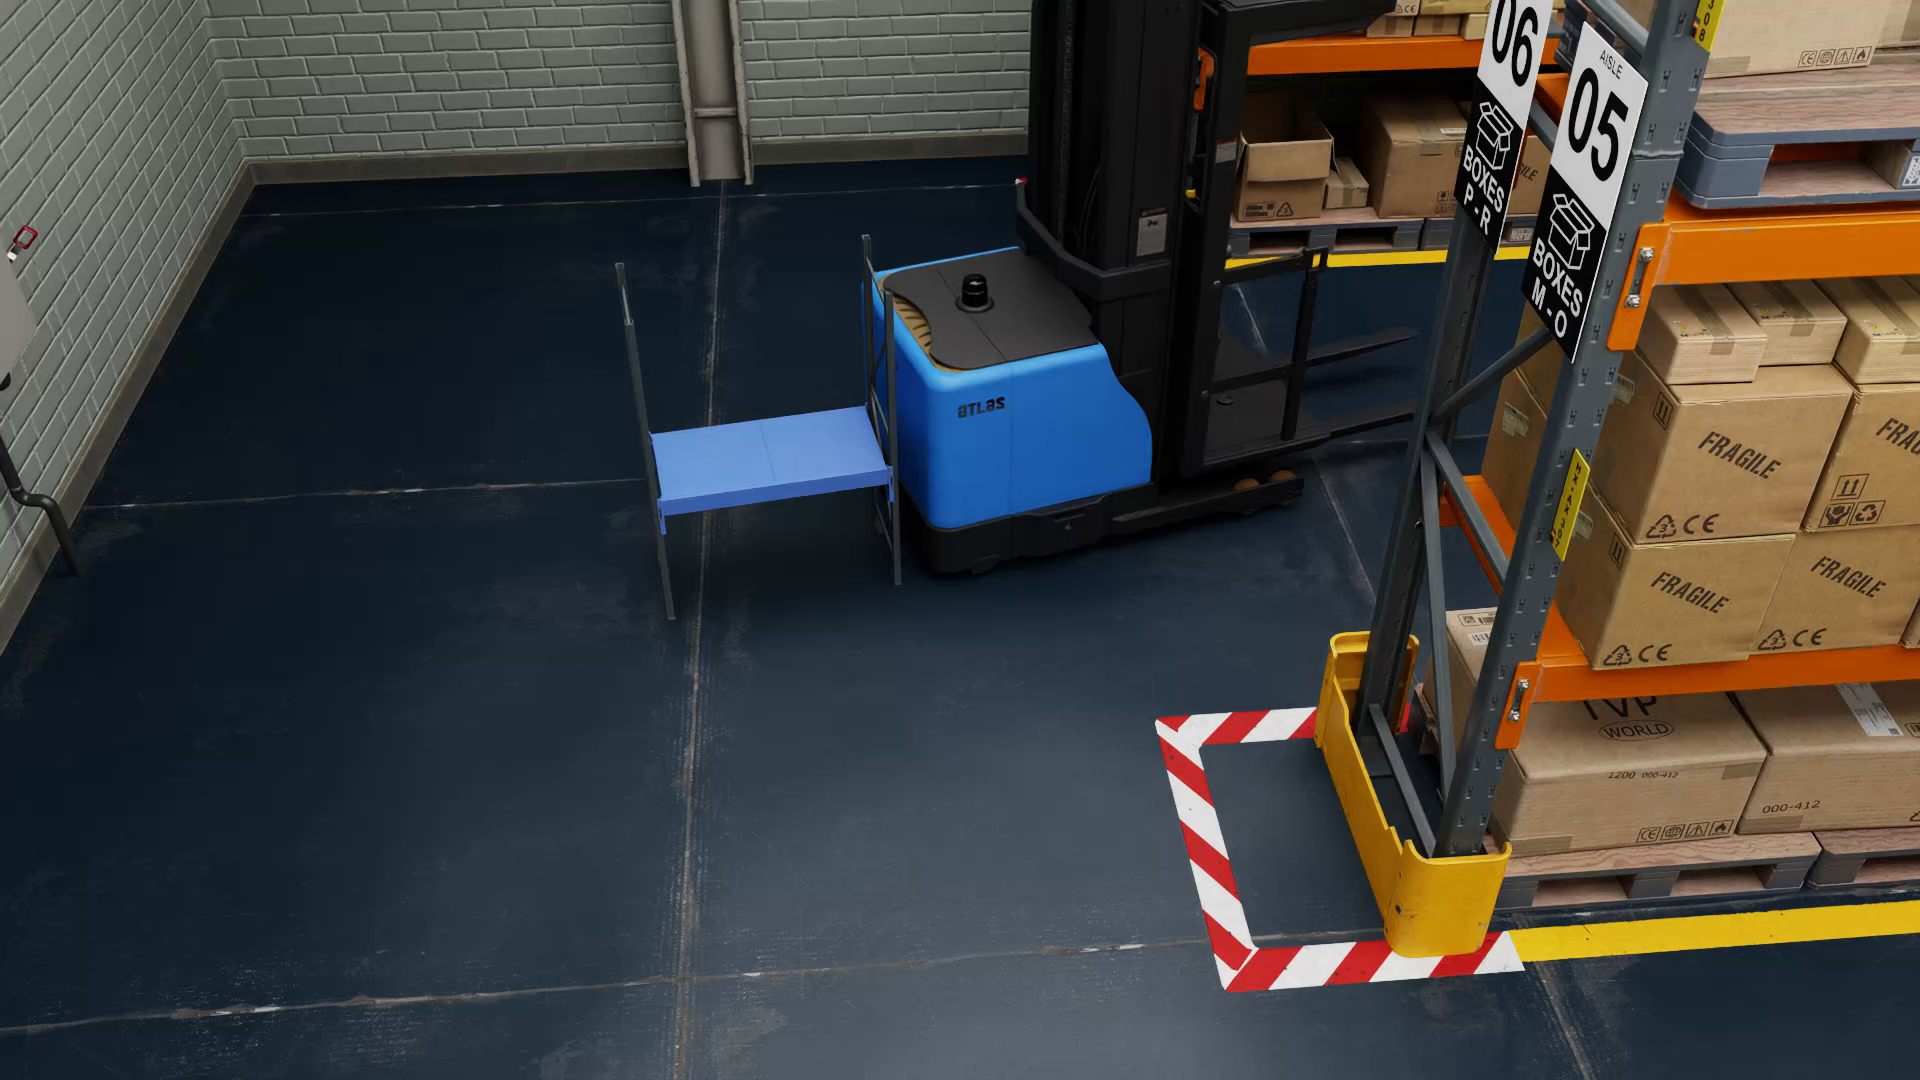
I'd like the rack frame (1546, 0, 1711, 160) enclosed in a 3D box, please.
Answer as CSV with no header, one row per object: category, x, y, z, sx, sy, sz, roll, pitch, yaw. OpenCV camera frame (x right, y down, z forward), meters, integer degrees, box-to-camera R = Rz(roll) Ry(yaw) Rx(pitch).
rack frame,1.674,-2.423,3.557,0.127,3.000,1.000,-3,38,-4

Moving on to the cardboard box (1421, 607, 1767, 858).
cardboard box,2.323,0.675,6.203,0.875,0.438,0.875,-4,38,-6

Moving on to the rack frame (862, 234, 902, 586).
rack frame,-0.338,-0.536,7.218,0.032,1.500,0.500,-9,39,-11

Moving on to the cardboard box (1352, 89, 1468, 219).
cardboard box,2.703,-2.312,9.938,0.500,0.500,0.700,-2,38,-2

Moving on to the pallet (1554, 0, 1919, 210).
pallet,2.412,-1.258,4.573,1.213,0.211,1.003,-3,38,-4

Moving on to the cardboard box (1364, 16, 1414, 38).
cardboard box,2.348,-2.935,9.251,0.250,0.149,0.380,-2,38,-3

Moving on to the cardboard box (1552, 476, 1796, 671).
cardboard box,2.178,0.043,5.193,0.500,0.500,0.500,-3,38,-4

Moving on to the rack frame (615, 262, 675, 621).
rack frame,-1.326,-0.387,7.029,0.032,1.500,0.500,-9,39,-11

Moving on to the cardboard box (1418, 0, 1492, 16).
cardboard box,2.713,-3.105,9.144,0.500,0.250,0.500,-4,38,-5

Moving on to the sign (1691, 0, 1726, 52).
sign,1.717,-1.277,3.756,0.005,0.325,0.100,-3,38,-4

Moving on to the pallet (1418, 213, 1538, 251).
pallet,3.313,-2.149,10.304,1.213,0.211,1.003,-3,38,-4

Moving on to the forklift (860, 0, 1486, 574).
forklift,1.105,-1.567,7.370,3.031,2.935,1.130,-13,40,-16

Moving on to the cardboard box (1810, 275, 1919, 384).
cardboard box,2.576,-0.605,4.684,0.250,0.149,0.380,-2,38,-3

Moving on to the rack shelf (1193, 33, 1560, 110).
rack shelf,3.223,-2.958,9.658,4.000,0.370,1.077,-3,38,-4

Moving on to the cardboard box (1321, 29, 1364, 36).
cardboard box,2.090,-2.959,9.282,0.250,0.149,0.380,-4,38,-5

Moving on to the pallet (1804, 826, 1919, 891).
pallet,3.676,0.869,6.478,1.213,0.211,1.003,-3,38,-4

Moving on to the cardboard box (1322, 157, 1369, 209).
cardboard box,2.275,-2.151,10.017,0.250,0.149,0.380,-5,39,-6

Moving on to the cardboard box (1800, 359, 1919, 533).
cardboard box,2.692,-0.383,4.926,0.500,0.500,0.500,-4,38,-5

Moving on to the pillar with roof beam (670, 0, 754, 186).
pillar with roof beam,-1.153,-3.238,4.589,0.400,9.000,9.100,-3,38,-4

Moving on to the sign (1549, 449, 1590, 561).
sign,1.717,-0.096,4.688,0.005,0.325,0.100,-3,38,-4

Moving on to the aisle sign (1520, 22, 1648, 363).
aisle sign,1.628,-0.906,4.378,0.004,0.787,0.394,-3,38,-4

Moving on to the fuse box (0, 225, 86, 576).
fuse box,-3.981,-0.543,7.056,0.414,1.711,0.539,-3,38,-4

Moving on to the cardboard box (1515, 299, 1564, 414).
cardboard box,2.133,-0.673,5.294,0.500,0.500,0.500,-2,38,-2

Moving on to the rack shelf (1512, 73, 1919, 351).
rack shelf,3.666,-1.073,4.848,4.000,0.370,1.077,-3,38,-4

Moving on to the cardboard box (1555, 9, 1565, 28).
cardboard box,3.381,-3.004,9.339,0.250,0.149,0.380,-3,38,-4

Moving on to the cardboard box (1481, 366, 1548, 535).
cardboard box,2.131,-0.297,5.624,0.500,0.500,0.500,-3,38,-4

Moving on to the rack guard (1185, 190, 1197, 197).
rack guard,1.306,-2.153,10.076,0.348,0.500,1.175,-3,38,-4

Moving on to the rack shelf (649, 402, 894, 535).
rack shelf,-0.832,-0.320,7.235,1.000,0.185,0.538,-9,39,-11

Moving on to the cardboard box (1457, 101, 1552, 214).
cardboard box,3.239,-2.279,9.896,0.500,0.500,0.500,-2,38,-3

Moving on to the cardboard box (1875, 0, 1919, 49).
cardboard box,2.525,-1.504,4.596,0.250,0.149,0.380,-6,39,-7

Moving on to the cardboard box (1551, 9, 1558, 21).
cardboard box,3.131,-2.948,9.267,0.250,0.149,0.380,-2,38,-3

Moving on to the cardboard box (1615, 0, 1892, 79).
cardboard box,2.114,-1.471,4.473,0.500,0.250,0.500,-6,39,-8

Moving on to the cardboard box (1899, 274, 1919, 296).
cardboard box,2.837,-0.631,4.716,0.250,0.149,0.380,-4,38,-5

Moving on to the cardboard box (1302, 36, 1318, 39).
cardboard box,1.832,-2.923,9.236,0.250,0.149,0.380,-2,38,-3

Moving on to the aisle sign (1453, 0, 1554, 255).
aisle sign,1.575,-1.276,4.847,0.004,0.787,0.394,-3,38,-4

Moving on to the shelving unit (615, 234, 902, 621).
shelving unit,-0.832,-0.461,7.124,1.048,1.500,0.538,-9,39,-11

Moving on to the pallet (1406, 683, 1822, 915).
pallet,2.464,0.934,6.396,1.213,0.211,1.003,-3,38,-4

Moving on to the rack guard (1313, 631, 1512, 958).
rack guard,1.650,0.914,6.188,0.348,0.500,1.175,-3,38,-4

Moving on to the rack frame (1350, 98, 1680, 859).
rack frame,1.674,-0.068,5.415,0.127,3.000,1.000,-3,38,-4

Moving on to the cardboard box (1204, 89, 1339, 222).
cardboard box,1.848,-2.291,9.908,0.637,0.503,0.797,-5,39,-6

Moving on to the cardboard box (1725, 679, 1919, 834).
cardboard box,3.234,0.619,6.273,0.875,0.438,0.875,-2,38,-3

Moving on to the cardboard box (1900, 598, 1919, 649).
cardboard box,3.187,-0.018,5.271,0.500,0.500,0.500,-3,38,-4

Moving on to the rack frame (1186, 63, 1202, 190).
rack frame,1.231,-3.131,9.296,0.127,3.000,1.000,-3,38,-4

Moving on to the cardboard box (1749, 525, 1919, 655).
cardboard box,2.679,-0.002,5.250,0.500,0.500,0.500,-4,38,-5

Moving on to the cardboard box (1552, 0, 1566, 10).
cardboard box,3.221,-3.146,9.197,0.500,0.250,0.500,-4,38,-5

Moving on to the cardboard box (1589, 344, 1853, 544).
cardboard box,2.177,-0.351,4.885,0.500,0.500,0.500,-4,38,-5

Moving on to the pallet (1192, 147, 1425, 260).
pallet,2.101,-2.084,10.221,1.213,0.211,1.003,-3,38,-4

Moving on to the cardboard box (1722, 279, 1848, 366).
cardboard box,2.307,-0.662,4.755,0.250,0.149,0.380,-2,38,-3

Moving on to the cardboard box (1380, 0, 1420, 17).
cardboard box,2.209,-3.075,9.107,0.500,0.250,0.500,-3,38,-3

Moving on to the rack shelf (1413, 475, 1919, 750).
rack shelf,3.666,0.104,5.777,4.000,0.370,1.077,-3,38,-4

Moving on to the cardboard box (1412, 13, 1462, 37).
cardboard box,2.612,-2.953,9.274,0.250,0.149,0.380,-3,38,-3

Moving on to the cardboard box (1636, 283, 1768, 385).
cardboard box,2.052,-0.603,4.682,0.250,0.149,0.380,-2,38,-3

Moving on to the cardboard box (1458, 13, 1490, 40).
cardboard box,2.870,-2.921,9.233,0.250,0.149,0.380,-4,38,-5
